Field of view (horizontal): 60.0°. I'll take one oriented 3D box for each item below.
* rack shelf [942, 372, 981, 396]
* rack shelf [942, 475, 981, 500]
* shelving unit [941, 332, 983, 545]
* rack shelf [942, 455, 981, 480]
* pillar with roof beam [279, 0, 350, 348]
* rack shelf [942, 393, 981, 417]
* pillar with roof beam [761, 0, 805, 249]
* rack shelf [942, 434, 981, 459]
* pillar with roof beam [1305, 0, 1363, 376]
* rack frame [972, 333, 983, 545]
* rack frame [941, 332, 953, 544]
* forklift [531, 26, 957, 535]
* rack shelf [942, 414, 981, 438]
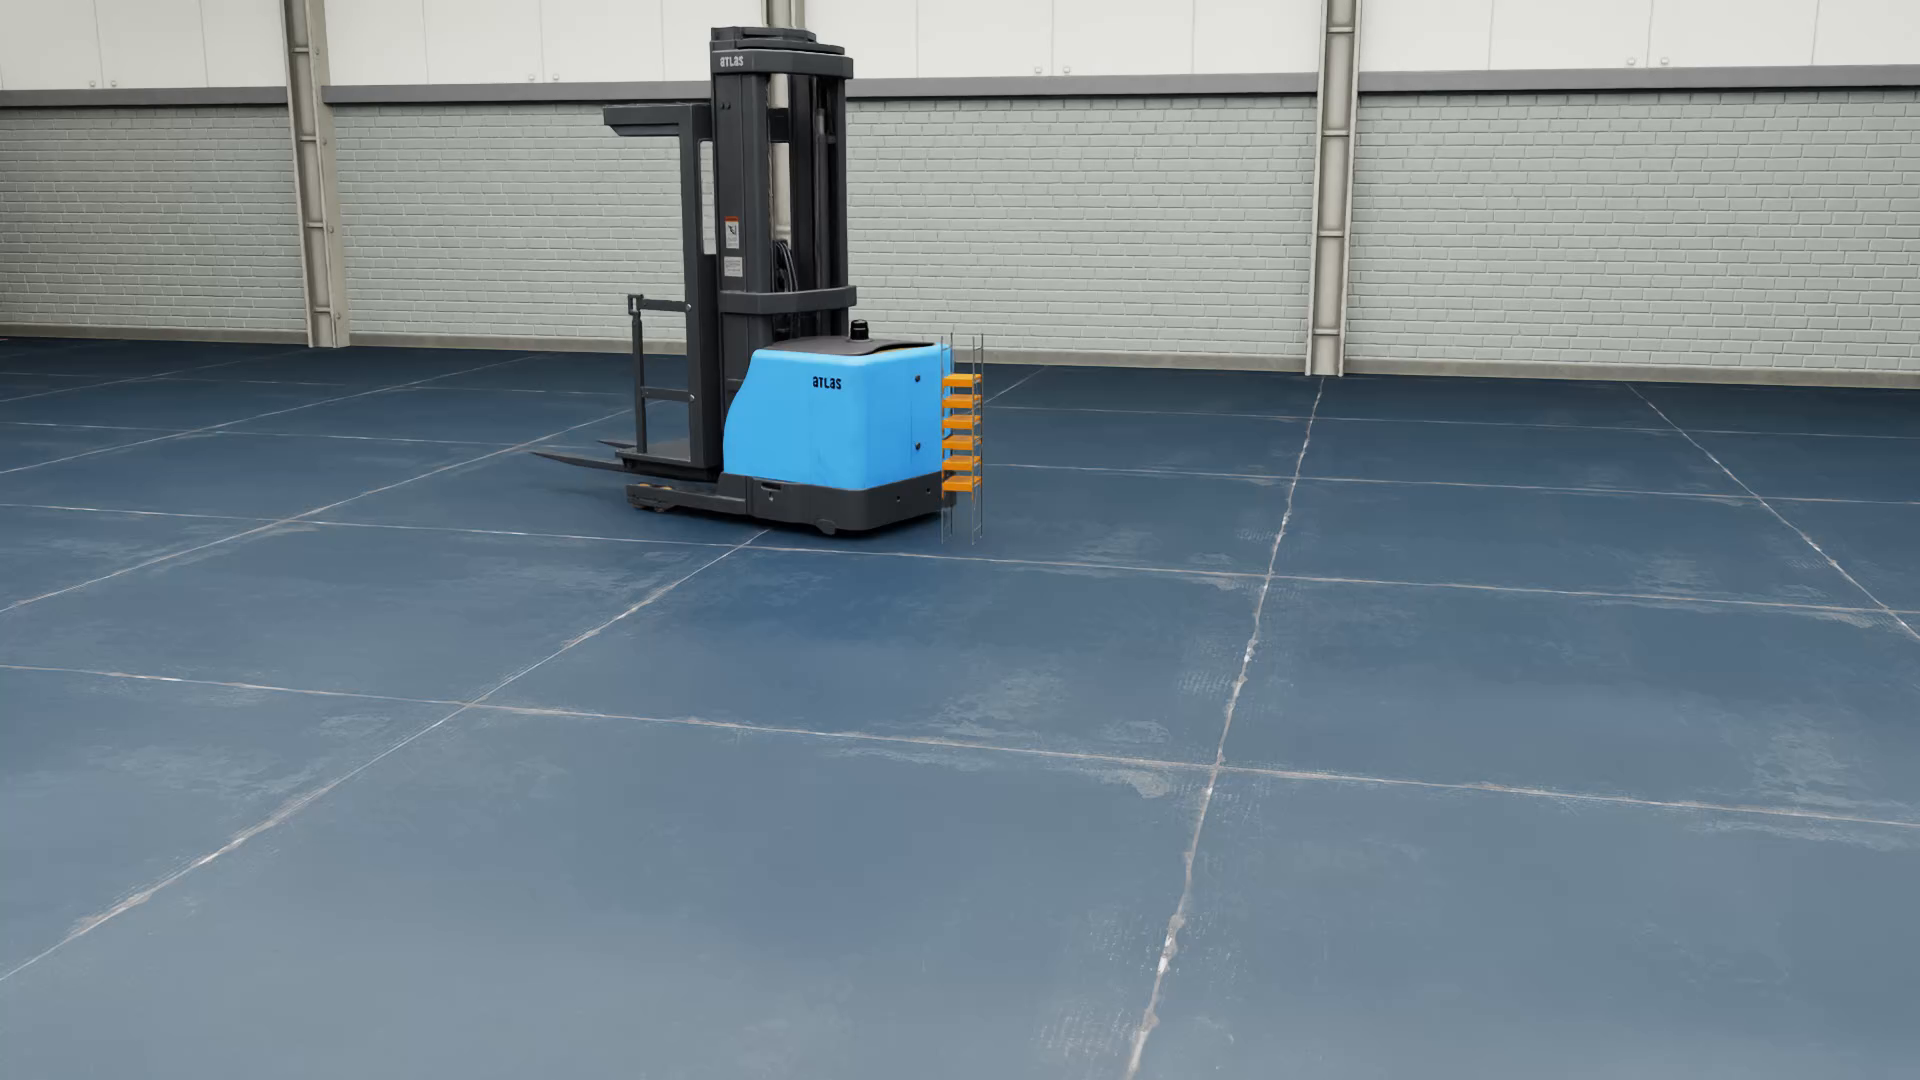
[{"bbox_3d":[0.014,-0.893,9.532,0.180,0.103,0.258,3,13,14],"label":"rack shelf"},{"bbox_3d":[0.014,-0.307,9.662,0.180,0.103,0.258,3,13,14],"label":"rack shelf"},{"bbox_3d":[0.014,-0.585,9.600,0.189,1.200,0.258,3,13,14],"label":"shelving unit"},{"bbox_3d":[0.014,-0.424,9.636,0.180,0.103,0.258,3,13,14],"label":"rack shelf"},{"bbox_3d":[-8.801,-5.879,15.454,0.400,9.000,9.100,3,13,14],"label":"pillar with roof beam"},{"bbox_3d":[0.014,-0.776,9.558,0.180,0.103,0.258,3,13,14],"label":"rack shelf"},{"bbox_3d":[-2.976,-5.567,14.051,0.400,9.000,9.100,3,13,14],"label":"pillar with roof beam"},{"bbox_3d":[0.014,-0.542,9.610,0.180,0.103,0.258,3,13,14],"label":"rack shelf"},{"bbox_3d":[2.849,-5.256,12.648,0.400,9.000,9.100,3,13,14],"label":"pillar with roof beam"},{"bbox_3d":[0.103,-0.580,9.579,0.006,1.200,0.240,3,13,14],"label":"rack frame"},{"bbox_3d":[-0.075,-0.590,9.622,0.006,1.200,0.240,3,13,14],"label":"rack frame"},{"bbox_3d":[-1.517,-1.687,10.570,3.031,2.935,1.130,9,15,34],"label":"forklift"},{"bbox_3d":[0.014,-0.659,9.584,0.180,0.103,0.258,3,13,14],"label":"rack shelf"}]
